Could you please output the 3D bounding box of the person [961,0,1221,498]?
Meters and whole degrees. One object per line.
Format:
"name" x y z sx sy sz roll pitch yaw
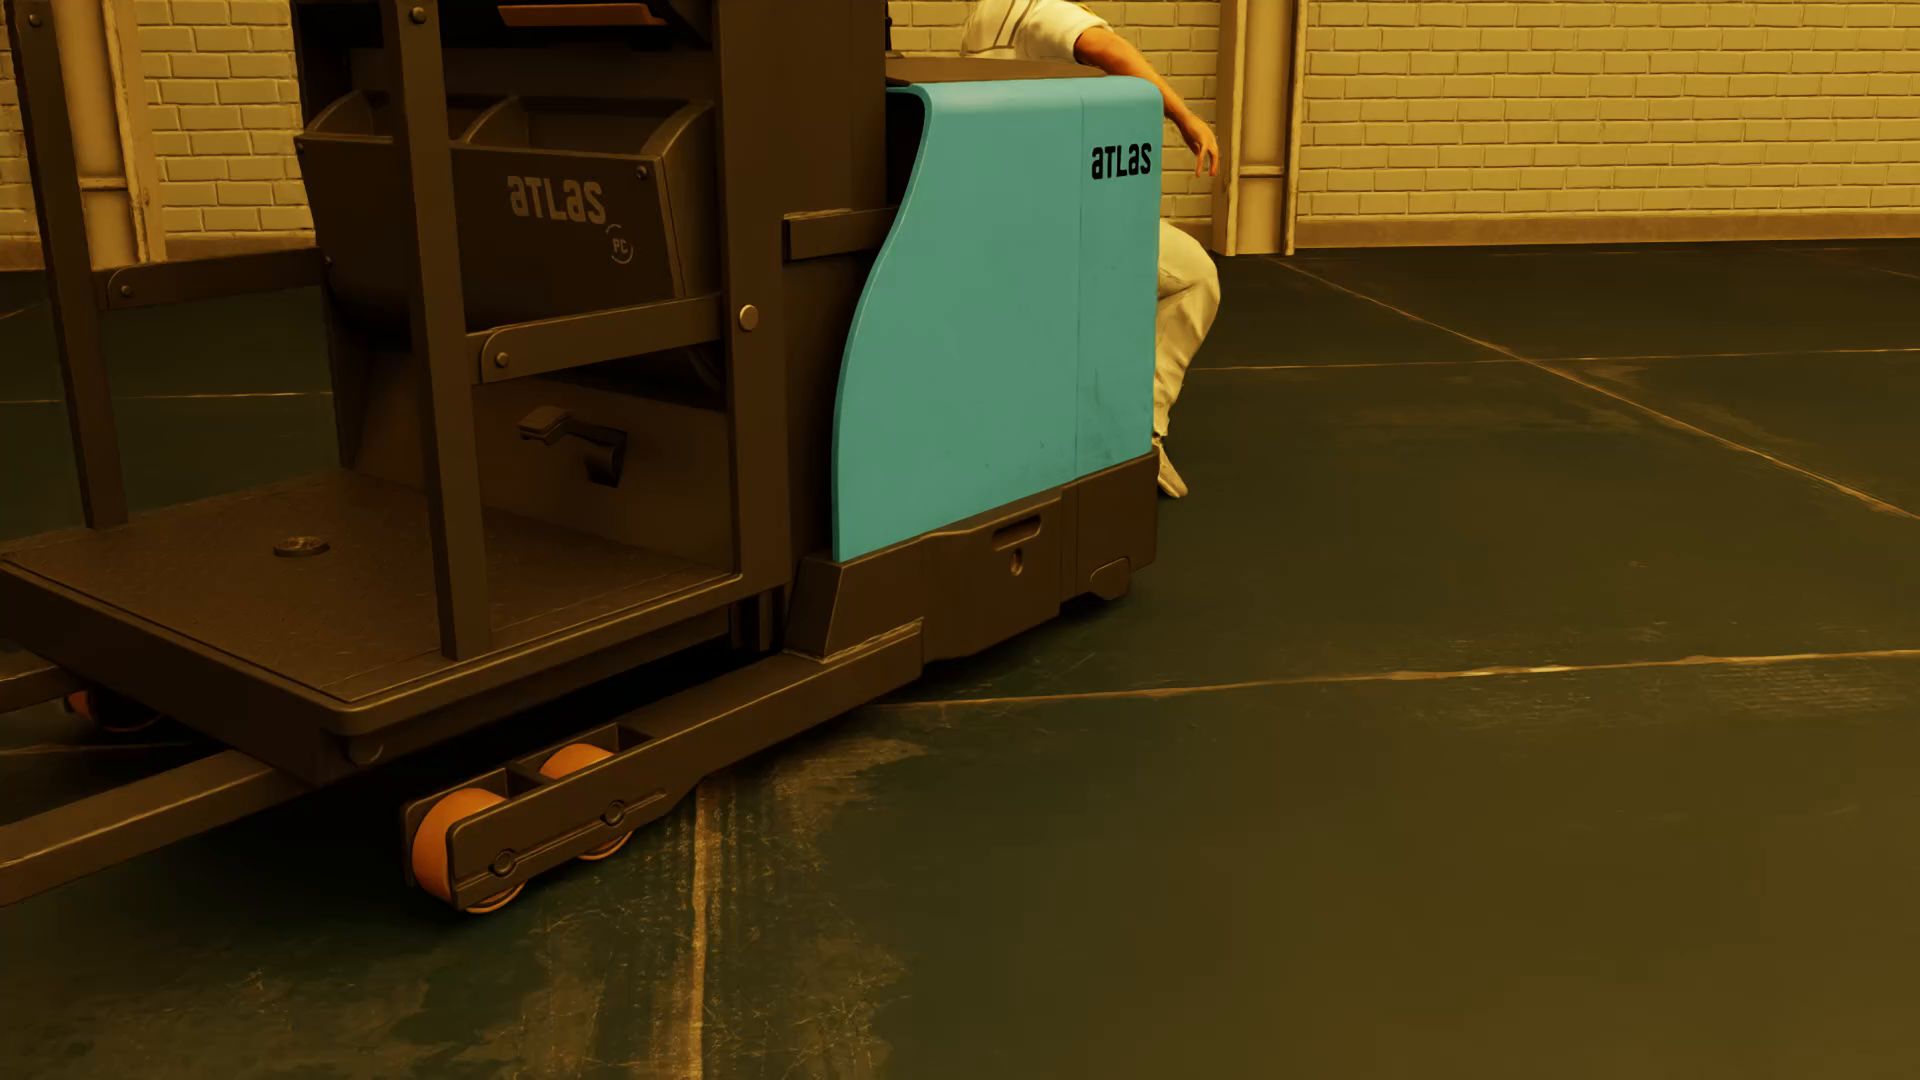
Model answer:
"person" 0.309 -0.889 4.384 0.618 1.529 0.999 -5 18 -17

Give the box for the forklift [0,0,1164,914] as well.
"forklift" -0.881 -1.055 2.385 1.130 2.935 3.031 13 21 36
